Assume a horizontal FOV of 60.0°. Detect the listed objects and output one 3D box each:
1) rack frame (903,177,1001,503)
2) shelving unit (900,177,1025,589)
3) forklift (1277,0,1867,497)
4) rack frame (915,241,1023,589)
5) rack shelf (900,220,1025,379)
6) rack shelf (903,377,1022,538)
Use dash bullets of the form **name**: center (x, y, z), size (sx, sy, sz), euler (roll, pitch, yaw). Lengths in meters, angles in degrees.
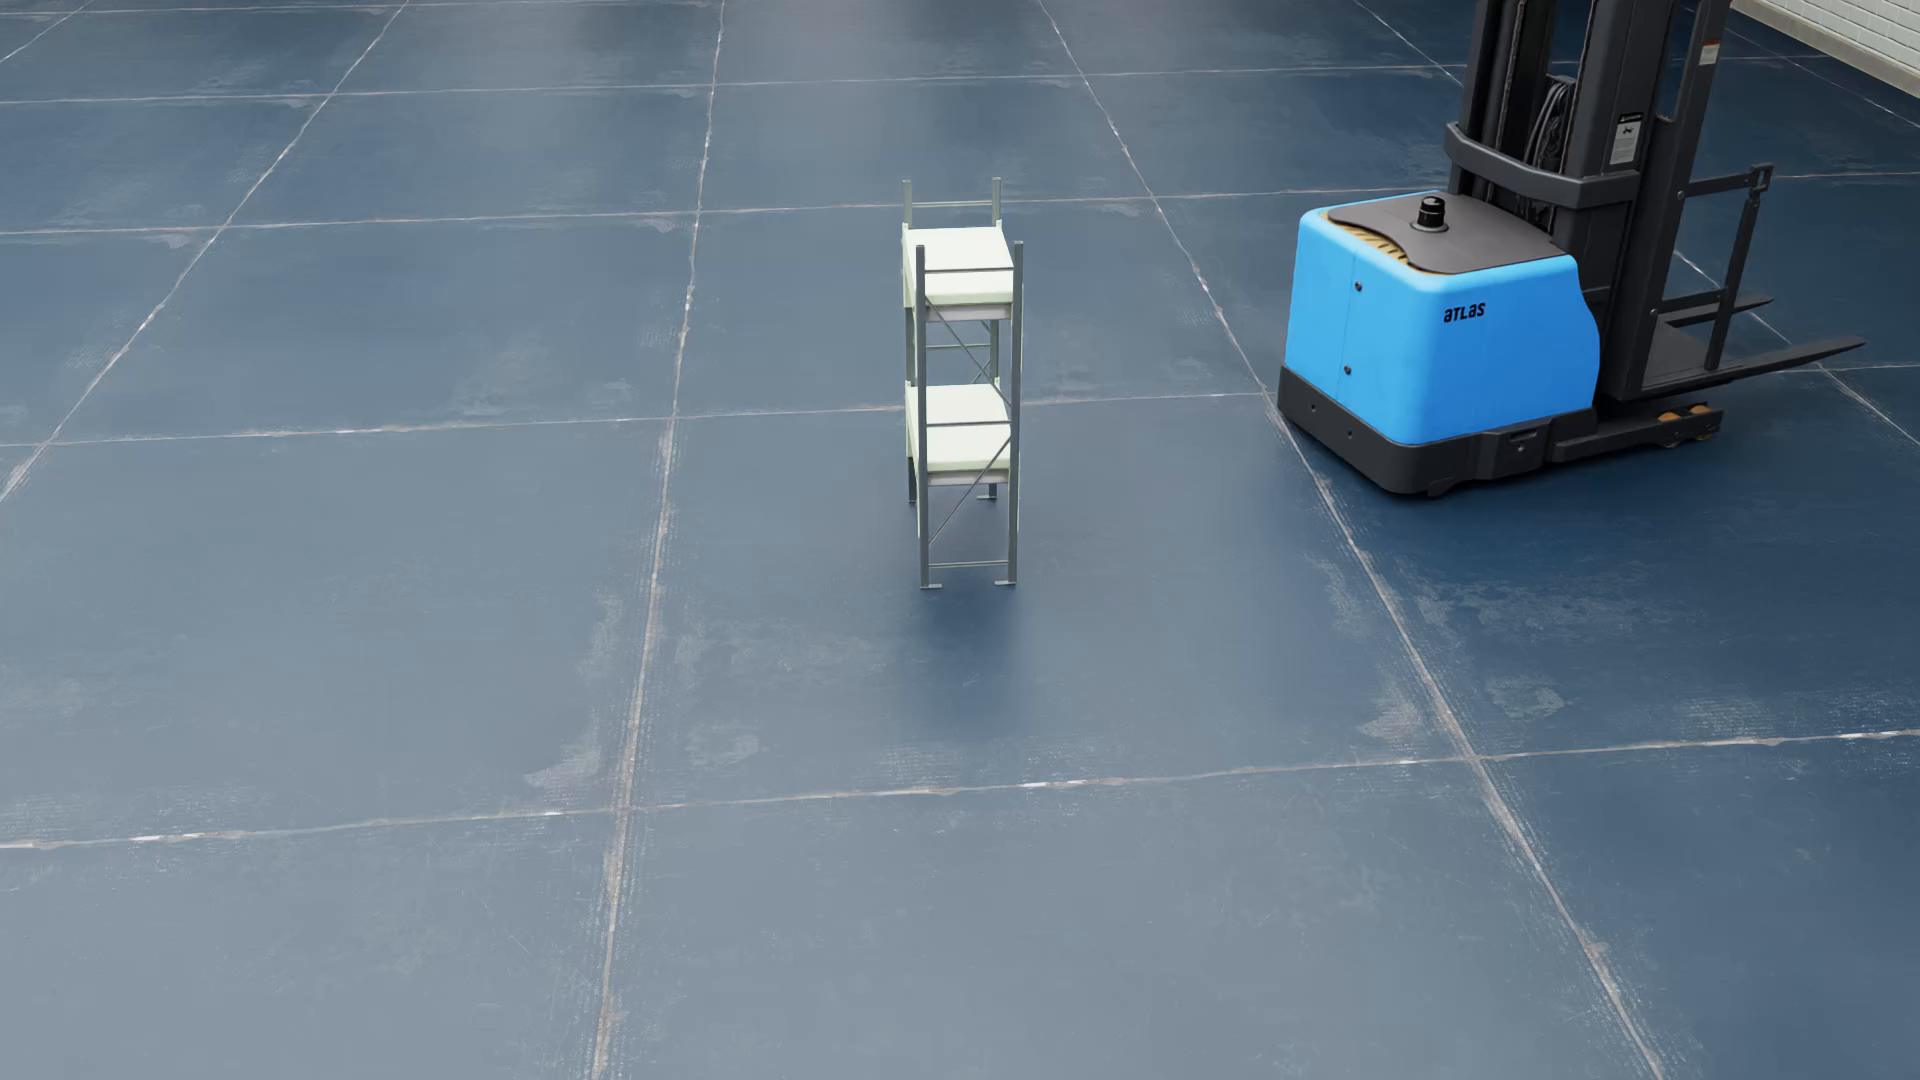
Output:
- **rack frame**: center (-0.034, -0.827, 7.173), size (0.400, 1.500, 0.023), euler (-3, 31, -5)
- **shelving unit**: center (0.001, -0.640, 6.860), size (0.431, 1.500, 0.755), euler (-3, 31, -5)
- **forklift**: center (3.128, -1.938, 7.636), size (3.031, 2.935, 1.130), euler (-12, 33, -20)
- **rack frame**: center (0.035, -0.454, 6.547), size (0.400, 1.500, 0.023), euler (-3, 31, -5)
- **rack shelf**: center (0.001, -0.976, 6.660), size (0.431, 0.370, 0.720), euler (-3, 31, -5)
- **rack shelf**: center (0.001, -0.361, 7.027), size (0.431, 0.370, 0.720), euler (-3, 31, -5)
